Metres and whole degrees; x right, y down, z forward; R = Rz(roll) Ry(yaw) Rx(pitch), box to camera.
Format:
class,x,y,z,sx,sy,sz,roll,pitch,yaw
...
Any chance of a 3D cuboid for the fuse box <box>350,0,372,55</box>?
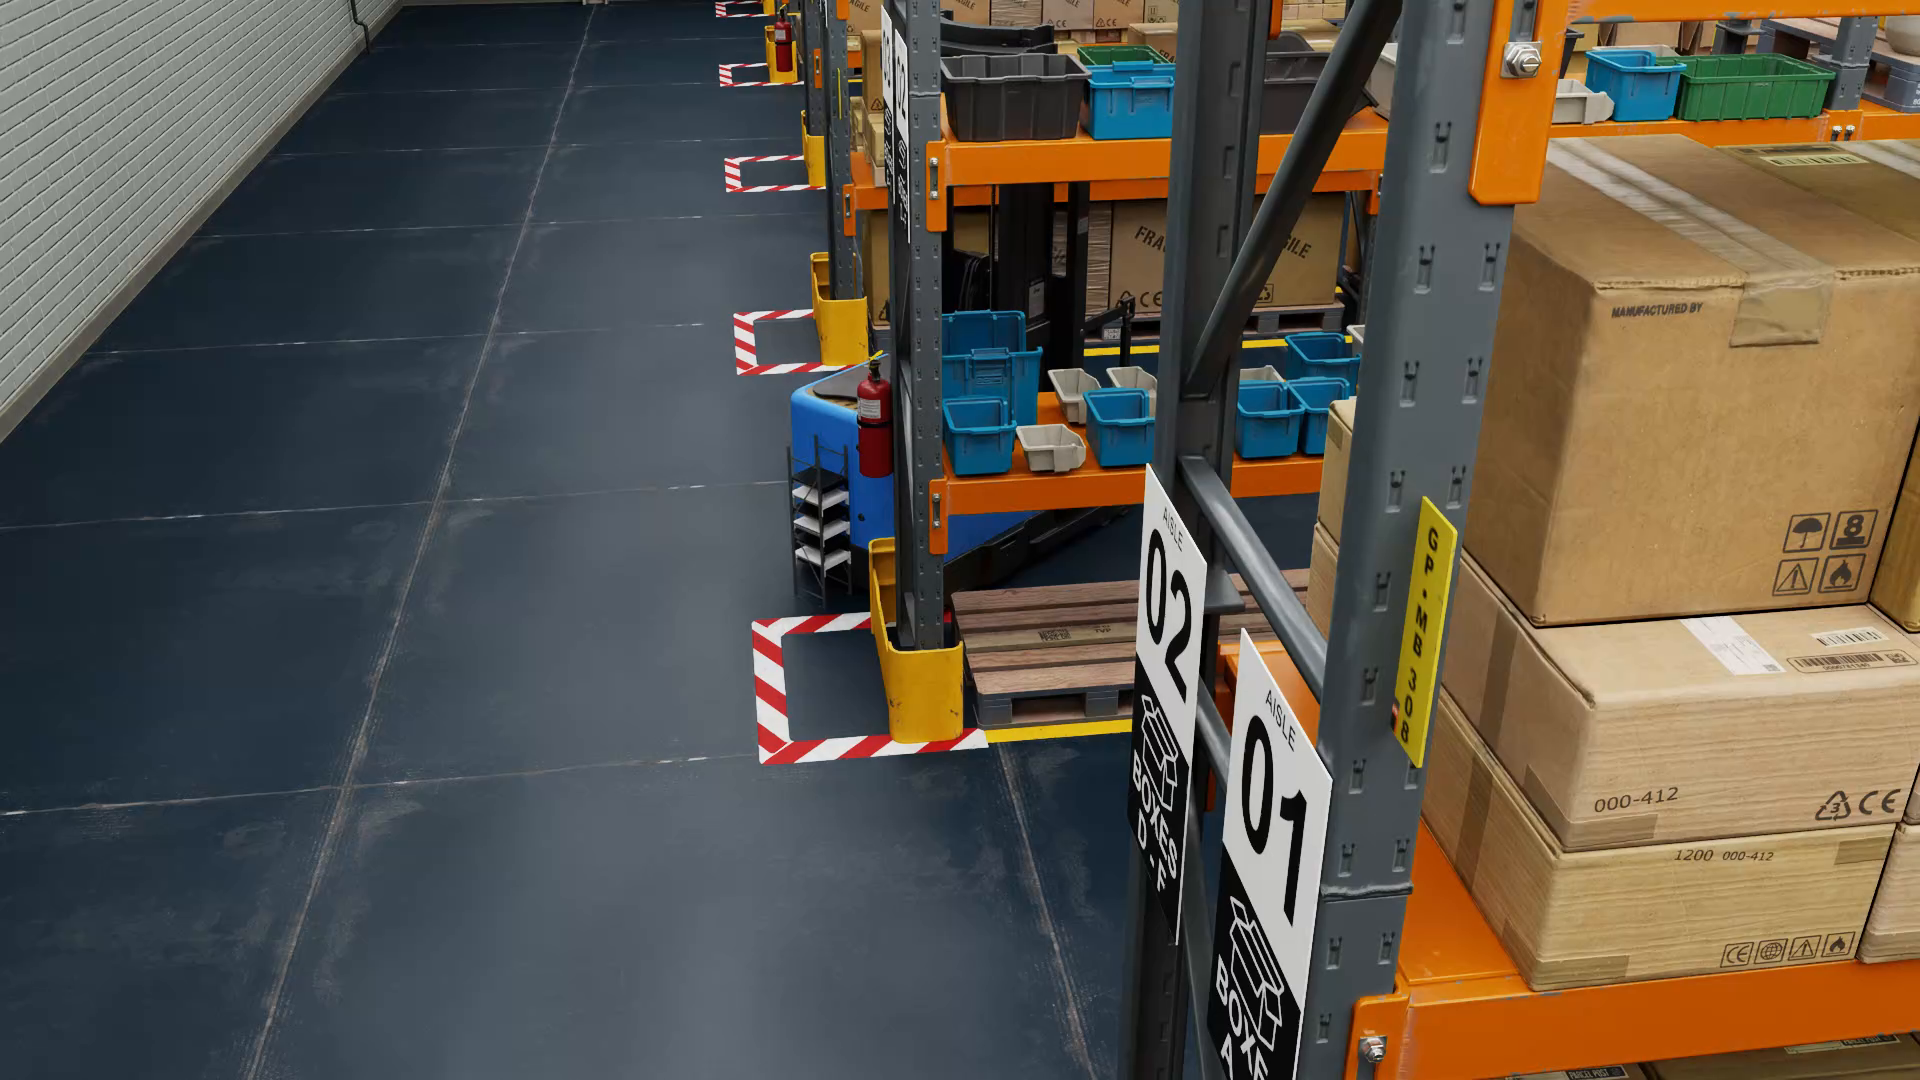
class,x,y,z,sx,sy,sz,roll,pitch,yaw
fuse box,-8.007,-7.384,22.266,0.414,1.711,0.539,-4,27,-7

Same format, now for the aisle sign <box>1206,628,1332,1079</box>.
class,x,y,z,sx,sy,sz,roll,pitch,yaw
aisle sign,0.452,0.572,2.502,0.004,0.787,0.394,-4,27,-7

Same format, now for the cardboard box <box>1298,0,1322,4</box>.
class,x,y,z,sx,sy,sz,roll,pitch,yaw
cardboard box,3.438,-5.449,16.573,0.250,0.149,0.380,-3,27,-6

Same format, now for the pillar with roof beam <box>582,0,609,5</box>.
class,x,y,z,sx,sy,sz,roll,pitch,yaw
pillar with roof beam,-5.169,-10.570,20.493,0.400,9.000,9.100,-4,27,-7

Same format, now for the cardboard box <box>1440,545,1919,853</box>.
class,x,y,z,sx,sy,sz,roll,pitch,yaw
cardboard box,1.024,0.186,2.433,0.500,0.250,0.500,-4,27,-7

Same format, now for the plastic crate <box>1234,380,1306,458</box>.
class,x,y,z,sx,sy,sz,roll,pitch,yaw
plastic crate,1.386,-0.551,7.656,0.300,0.233,0.416,-4,27,-7

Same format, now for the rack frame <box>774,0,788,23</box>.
class,x,y,z,sx,sy,sz,roll,pitch,yaw
rack frame,-2.278,-7.367,20.822,0.127,3.000,1.000,-4,27,-7

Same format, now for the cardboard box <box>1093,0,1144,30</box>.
class,x,y,z,sx,sy,sz,roll,pitch,yaw
cardboard box,1.518,-5.376,16.507,0.500,0.500,0.500,-4,27,-9

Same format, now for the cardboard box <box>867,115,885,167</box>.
class,x,y,z,sx,sy,sz,roll,pitch,yaw
cardboard box,-0.385,-2.861,11.879,0.500,0.250,0.500,-4,27,-8

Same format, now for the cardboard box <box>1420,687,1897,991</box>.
class,x,y,z,sx,sy,sz,roll,pitch,yaw
cardboard box,1.023,0.406,2.552,0.500,0.250,0.500,-4,27,-7

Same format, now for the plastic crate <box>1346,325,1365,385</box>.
class,x,y,z,sx,sy,sz,roll,pitch,yaw
plastic crate,2.216,-0.863,8.210,0.530,0.282,0.437,-4,27,-7

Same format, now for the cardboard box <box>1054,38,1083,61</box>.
class,x,y,z,sx,sy,sz,roll,pitch,yaw
cardboard box,0.623,-3.263,11.840,0.500,0.500,0.500,-4,27,-9

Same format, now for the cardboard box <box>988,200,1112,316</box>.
class,x,y,z,sx,sy,sz,roll,pitch,yaw
cardboard box,0.626,-2.264,12.743,0.875,0.875,0.875,-4,27,-7

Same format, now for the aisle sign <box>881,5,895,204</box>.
class,x,y,z,sx,sy,sz,roll,pitch,yaw
aisle sign,-0.320,-1.933,7.383,0.004,0.787,0.394,-4,27,-7

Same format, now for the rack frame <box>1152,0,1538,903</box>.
class,x,y,z,sx,sy,sz,roll,pitch,yaw
rack frame,0.479,-1.078,1.994,0.127,3.000,1.000,-4,27,-7

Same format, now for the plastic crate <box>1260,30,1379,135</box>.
class,x,y,z,sx,sy,sz,roll,pitch,yaw
plastic crate,1.343,-1.928,7.004,0.767,0.338,0.504,-4,27,-7

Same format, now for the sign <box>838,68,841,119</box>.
class,x,y,z,sx,sy,sz,roll,pitch,yaw
sign,-0.826,-3.056,11.386,0.005,0.325,0.100,-4,27,-7

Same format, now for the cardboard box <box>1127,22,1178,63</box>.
class,x,y,z,sx,sy,sz,roll,pitch,yaw
cardboard box,1.550,-3.563,12.425,0.500,0.500,0.500,-5,28,-9

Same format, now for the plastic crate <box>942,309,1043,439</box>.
class,x,y,z,sx,sy,sz,roll,pitch,yaw
plastic crate,0.098,-0.796,7.912,0.499,0.435,0.616,-4,27,-7

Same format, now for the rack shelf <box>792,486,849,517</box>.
class,x,y,z,sx,sy,sz,roll,pitch,yaw
rack shelf,-0.753,-0.225,8.882,0.258,0.077,0.200,21,34,35

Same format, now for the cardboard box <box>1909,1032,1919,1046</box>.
class,x,y,z,sx,sy,sz,roll,pitch,yaw
cardboard box,1.968,1.127,3.064,0.500,0.500,0.500,-3,27,-6

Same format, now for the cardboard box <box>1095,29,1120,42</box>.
class,x,y,z,sx,sy,sz,roll,pitch,yaw
cardboard box,1.444,-5.114,16.705,0.250,0.149,0.380,-4,27,-9

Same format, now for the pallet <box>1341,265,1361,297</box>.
class,x,y,z,sx,sy,sz,roll,pitch,yaw
pallet,3.817,-1.984,13.386,1.213,0.211,1.003,-4,27,-7

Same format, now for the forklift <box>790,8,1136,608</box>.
class,x,y,z,sx,sy,sz,roll,pitch,yaw
forklift,0.406,-1.521,9.504,1.130,2.935,3.031,21,34,35

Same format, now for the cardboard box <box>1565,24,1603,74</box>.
class,x,y,z,sx,sy,sz,roll,pitch,yaw
cardboard box,4.376,-3.715,12.497,0.637,0.503,0.797,-3,27,-7

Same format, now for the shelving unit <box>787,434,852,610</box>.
class,x,y,z,sx,sy,sz,roll,pitch,yaw
shelving unit,-0.753,-0.095,8.949,0.258,0.900,0.210,21,34,35

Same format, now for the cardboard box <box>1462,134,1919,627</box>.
class,x,y,z,sx,sy,sz,roll,pitch,yaw
cardboard box,0.985,-0.273,2.505,0.500,0.500,0.700,-4,27,-7

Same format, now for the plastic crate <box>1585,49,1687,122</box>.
class,x,y,z,sx,sy,sz,roll,pitch,yaw
plastic crate,2.896,-1.961,7.183,0.300,0.233,0.416,-4,27,-7

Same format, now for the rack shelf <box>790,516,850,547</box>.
class,x,y,z,sx,sy,sz,roll,pitch,yaw
rack shelf,-0.753,-0.065,8.964,0.258,0.077,0.200,21,34,35

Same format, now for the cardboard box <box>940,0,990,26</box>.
class,x,y,z,sx,sy,sz,roll,pitch,yaw
cardboard box,0.008,-5.287,16.334,0.500,0.500,0.500,-3,27,-6

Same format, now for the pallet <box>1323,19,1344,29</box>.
class,x,y,z,sx,sy,sz,roll,pitch,yaw
pallet,3.249,-5.288,16.980,1.213,0.211,1.003,-4,27,-7

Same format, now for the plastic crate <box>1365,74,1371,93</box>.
class,x,y,z,sx,sy,sz,roll,pitch,yaw
plastic crate,1.804,-2.109,7.578,0.530,0.136,0.437,-4,27,-7

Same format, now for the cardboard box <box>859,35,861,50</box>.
class,x,y,z,sx,sy,sz,roll,pitch,yaw
cardboard box,-0.876,-4.932,16.351,0.250,0.149,0.380,-3,27,-5

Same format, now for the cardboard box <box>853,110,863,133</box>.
class,x,y,z,sx,sy,sz,roll,pitch,yaw
cardboard box,-0.923,-4.199,16.659,0.250,0.149,0.380,-5,28,-9

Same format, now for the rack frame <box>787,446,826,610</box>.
class,x,y,z,sx,sy,sz,roll,pitch,yaw
rack frame,-0.818,-0.059,8.880,0.240,0.900,0.006,21,34,35

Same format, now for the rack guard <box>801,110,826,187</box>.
class,x,y,z,sx,sy,sz,roll,pitch,yaw
rack guard,-1.413,-4.029,17.054,0.348,0.500,1.175,-4,27,-7

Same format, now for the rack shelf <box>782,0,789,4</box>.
class,x,y,z,sx,sy,sz,roll,pitch,yaw
rack shelf,-0.298,-7.174,21.235,4.000,0.370,1.077,-4,27,-7

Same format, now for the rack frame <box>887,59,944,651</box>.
class,x,y,z,sx,sy,sz,roll,pitch,yaw
rack frame,-0.208,-0.648,7.728,0.127,3.000,1.000,-4,27,-7

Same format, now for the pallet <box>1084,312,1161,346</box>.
class,x,y,z,sx,sy,sz,roll,pitch,yaw
pallet,1.089,-1.809,13.044,1.213,0.211,1.003,-4,27,-7

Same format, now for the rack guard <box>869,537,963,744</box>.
class,x,y,z,sx,sy,sz,roll,pitch,yaw
rack guard,-0.230,0.471,8.284,0.348,0.500,1.175,-4,27,-7

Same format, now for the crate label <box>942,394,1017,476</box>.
class,x,y,z,sx,sy,sz,roll,pitch,yaw
crate label,0.083,-0.467,7.493,0.303,0.233,0.416,-4,27,-7

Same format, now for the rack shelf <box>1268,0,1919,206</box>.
class,x,y,z,sx,sy,sz,roll,pitch,yaw
rack shelf,2.459,-0.884,2.406,4.000,0.370,1.077,-4,27,-7

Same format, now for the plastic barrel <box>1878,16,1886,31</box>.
class,x,y,z,sx,sy,sz,roll,pitch,yaw
plastic barrel,4.629,-2.658,7.692,0.600,0.588,0.600,0,27,0

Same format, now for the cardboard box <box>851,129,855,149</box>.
class,x,y,z,sx,sy,sz,roll,pitch,yaw
cardboard box,-0.996,-4.182,17.278,0.250,0.149,0.380,-3,27,-6

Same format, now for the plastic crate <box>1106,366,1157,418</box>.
class,x,y,z,sx,sy,sz,roll,pitch,yaw
plastic crate,0.864,-0.703,8.058,0.243,0.136,0.396,-4,27,-7

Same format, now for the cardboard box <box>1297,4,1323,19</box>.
class,x,y,z,sx,sy,sz,roll,pitch,yaw
cardboard box,3.448,-5.317,16.642,0.250,0.149,0.380,-3,27,-7

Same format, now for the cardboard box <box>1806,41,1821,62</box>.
class,x,y,z,sx,sy,sz,roll,pitch,yaw
cardboard box,6.298,-3.848,12.755,0.637,0.503,0.797,-3,27,-5

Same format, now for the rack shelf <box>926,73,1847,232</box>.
class,x,y,z,sx,sy,sz,roll,pitch,yaw
rack shelf,1.773,-1.790,7.455,4.000,0.370,1.077,-4,27,-7
